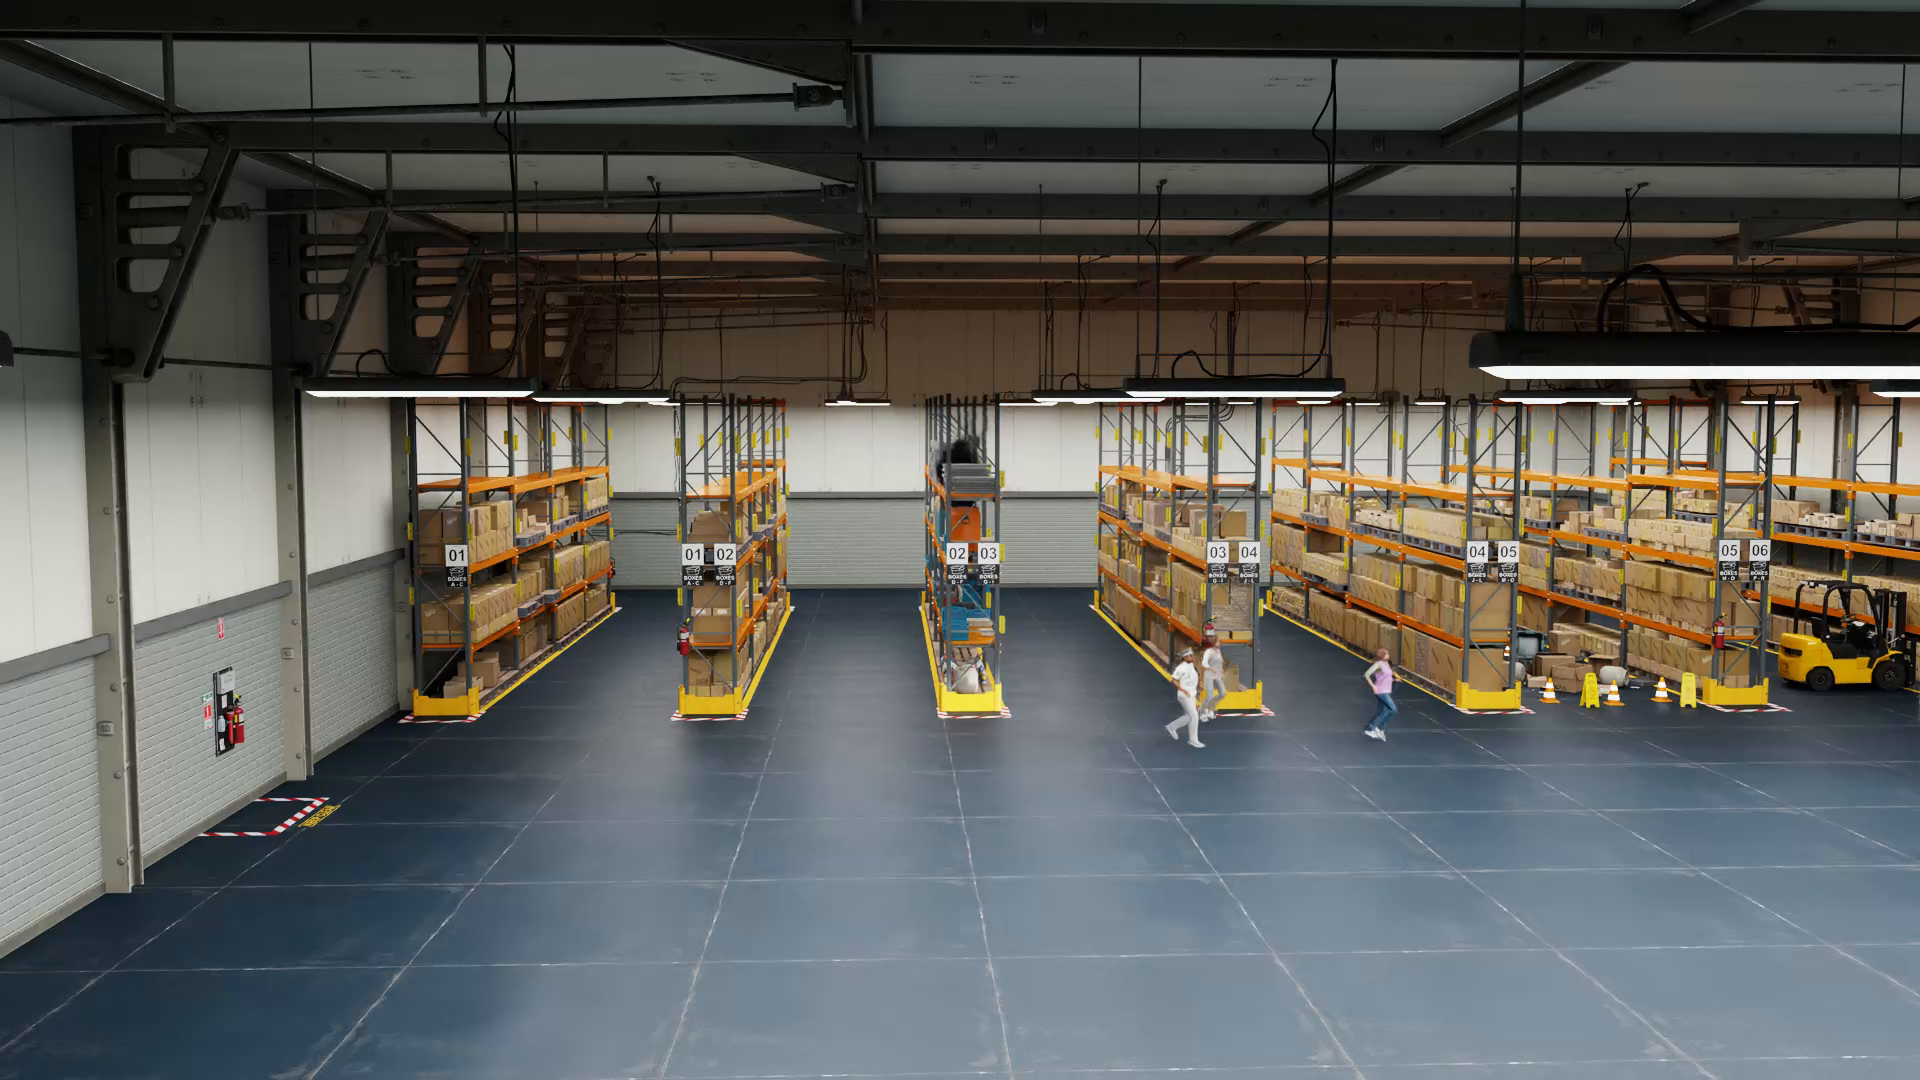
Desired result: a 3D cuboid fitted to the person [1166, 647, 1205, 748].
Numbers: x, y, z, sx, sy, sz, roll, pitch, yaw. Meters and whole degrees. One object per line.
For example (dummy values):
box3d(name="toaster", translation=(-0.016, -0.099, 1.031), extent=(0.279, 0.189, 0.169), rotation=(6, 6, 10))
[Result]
box3d(name="person", translation=(3.814, 2.654, 28.251), extent=(0.737, 1.697, 0.586), rotation=(3, 5, 29))

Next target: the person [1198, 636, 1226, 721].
box3d(name="person", translation=(4.666, 2.537, 30.469), extent=(0.617, 1.556, 0.535), rotation=(-4, 6, -41))

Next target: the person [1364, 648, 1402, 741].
box3d(name="person", translation=(7.290, 2.657, 28.673), extent=(0.667, 1.597, 0.505), rotation=(3, 5, 31))
